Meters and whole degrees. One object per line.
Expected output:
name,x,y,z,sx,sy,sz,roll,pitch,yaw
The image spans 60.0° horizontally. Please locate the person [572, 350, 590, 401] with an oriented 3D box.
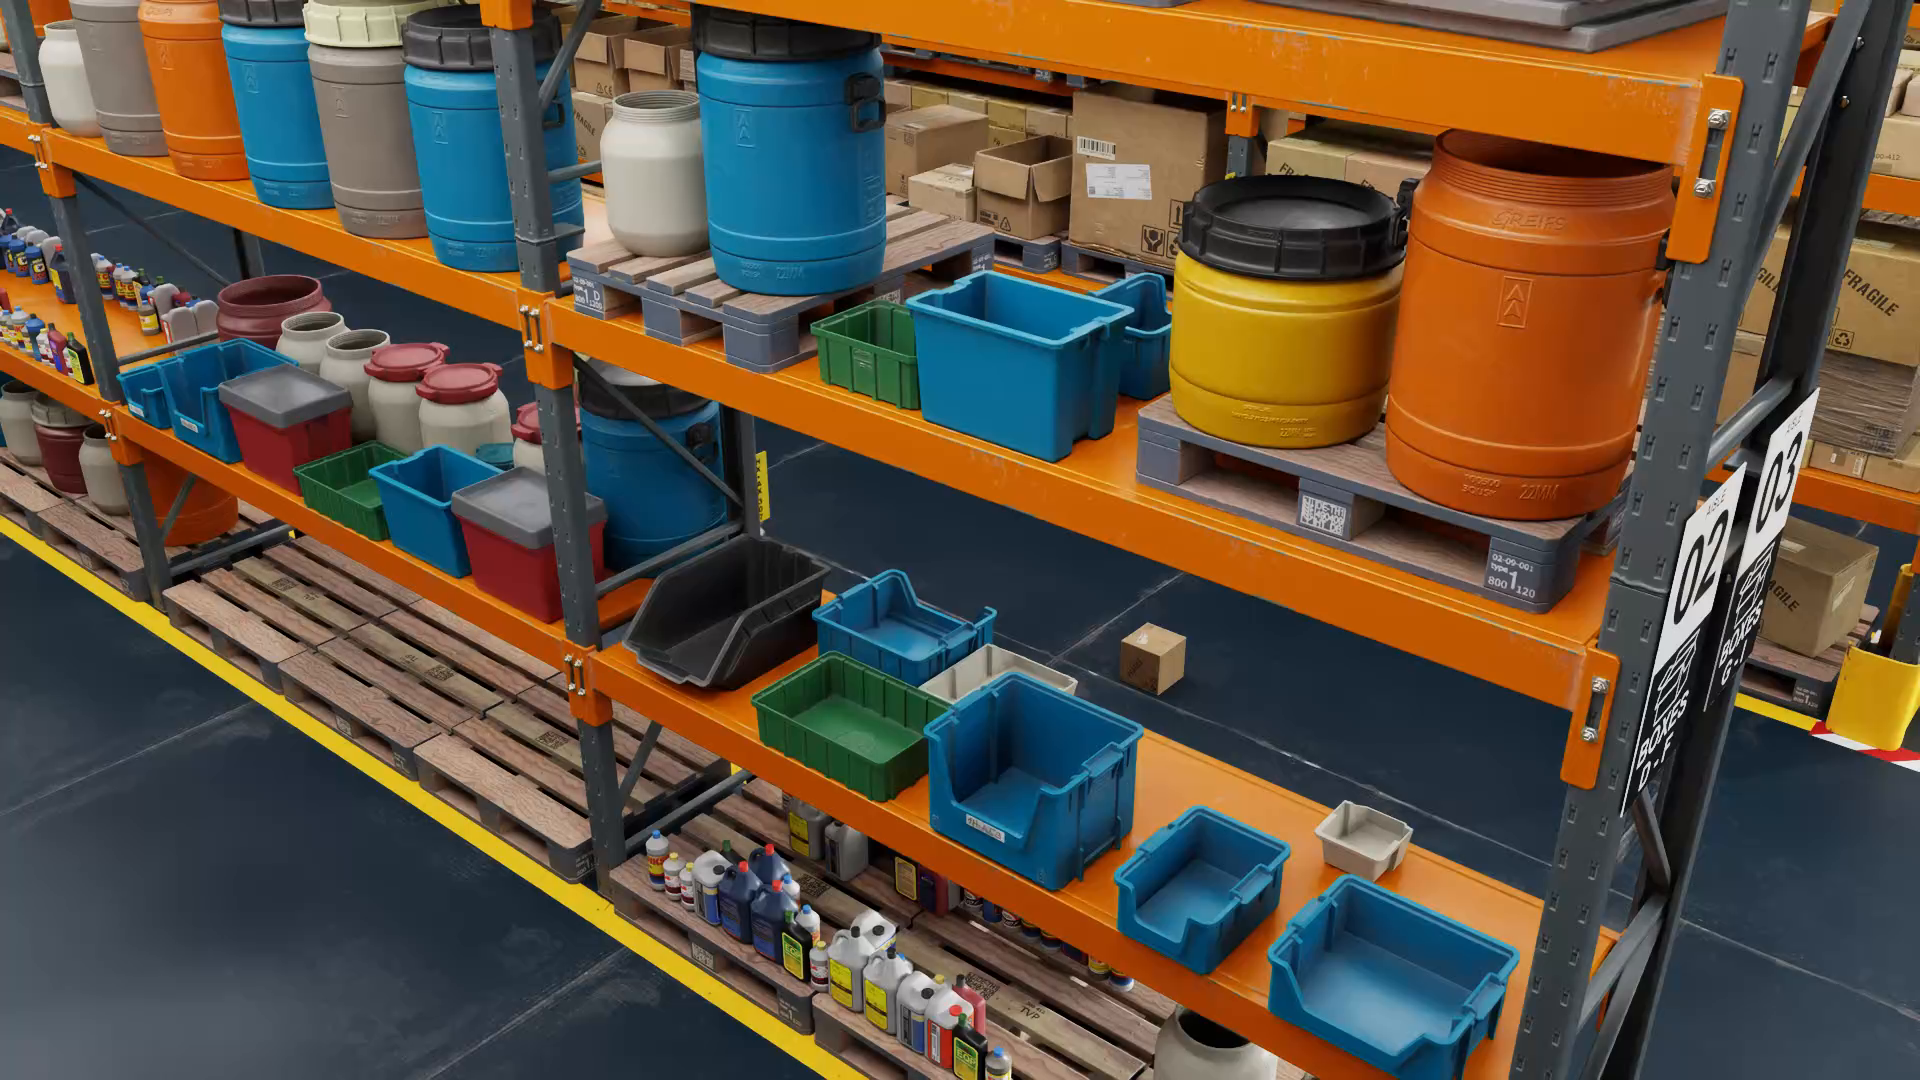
person,-2.238,-0.747,10.064,1.021,1.619,0.462,12,30,22
